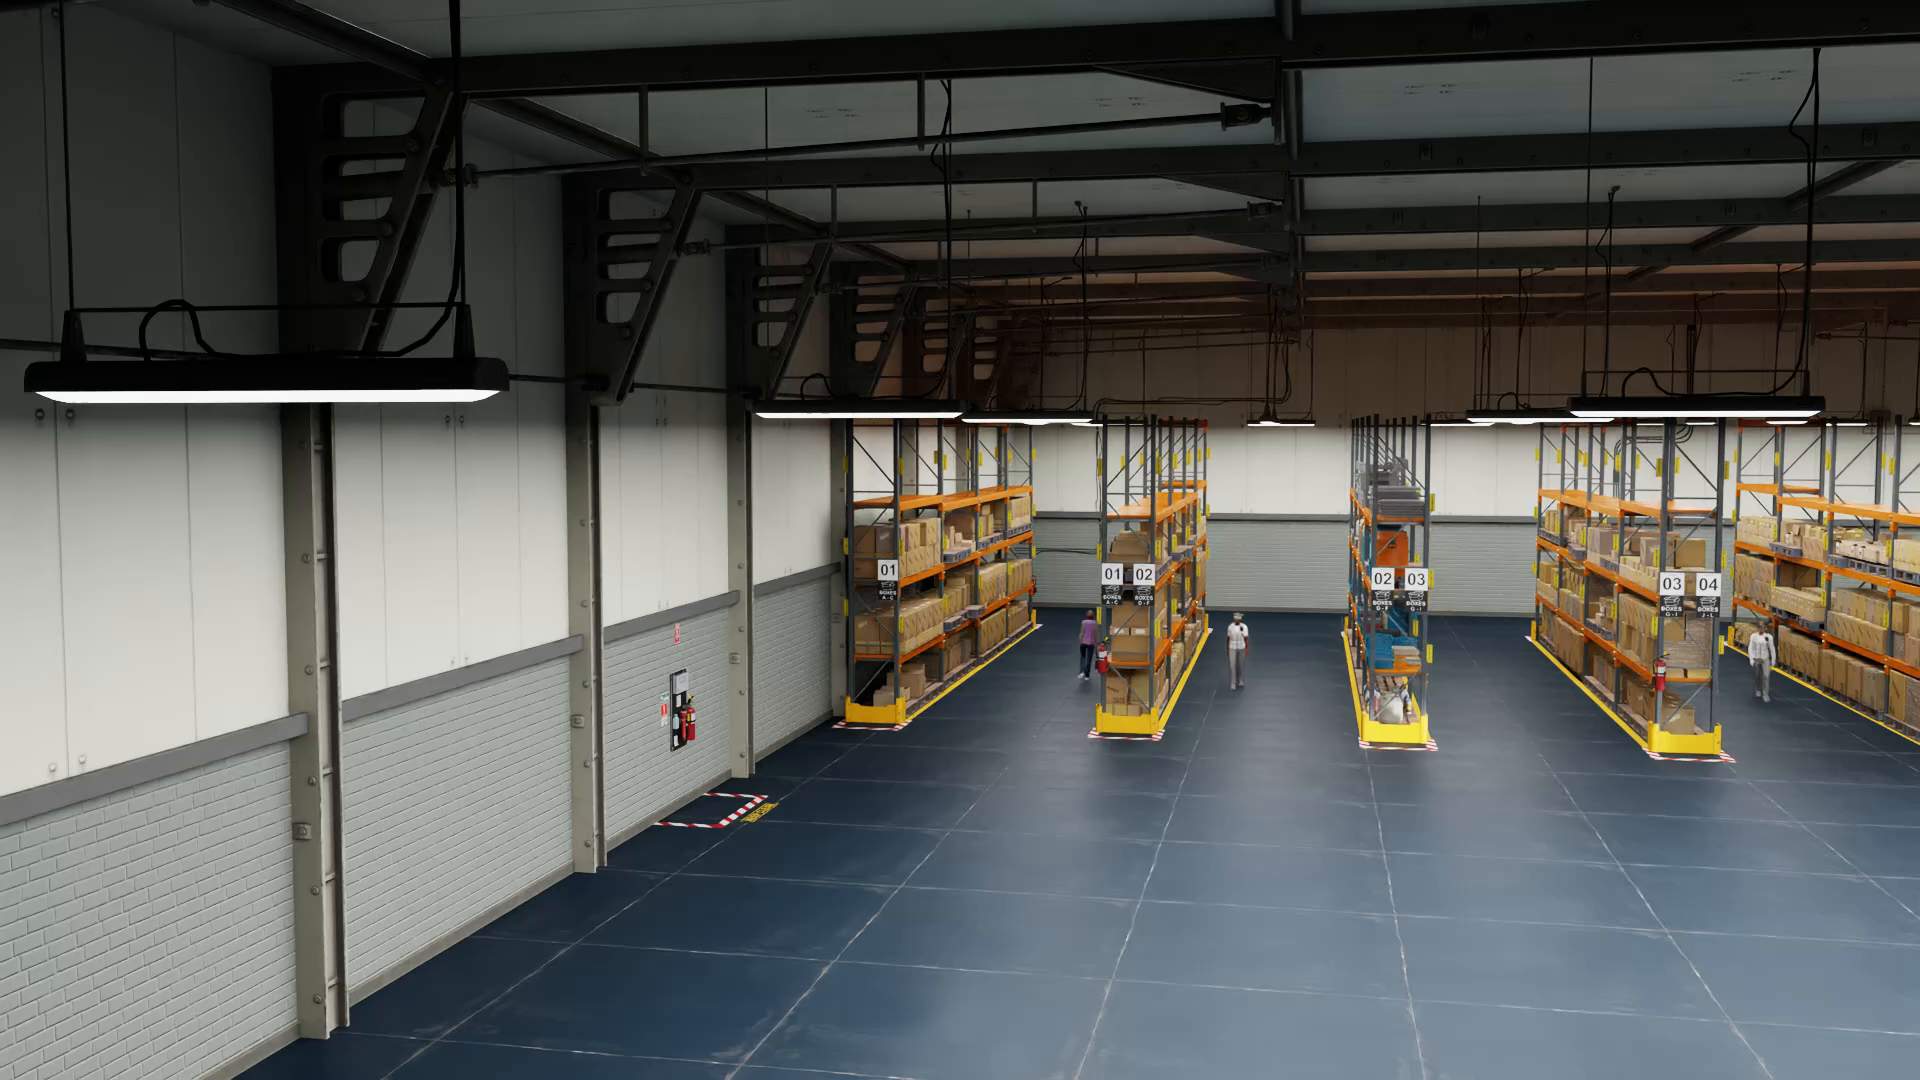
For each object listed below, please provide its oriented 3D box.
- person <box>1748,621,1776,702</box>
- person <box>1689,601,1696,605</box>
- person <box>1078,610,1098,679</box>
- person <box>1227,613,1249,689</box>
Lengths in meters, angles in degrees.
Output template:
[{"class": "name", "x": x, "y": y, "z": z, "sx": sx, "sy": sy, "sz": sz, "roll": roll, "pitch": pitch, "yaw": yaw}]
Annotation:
[{"class": "person", "x": 16.985, "y": 2.534, "z": 35.243, "sx": 0.523, "sy": 1.652, "sz": 0.867, "roll": 3, "pitch": 5, "yaw": 34}, {"class": "person", "x": 19.147, "y": 1.922, "z": 43.611, "sx": 0.552, "sy": 1.724, "sz": 1.034, "roll": 1, "pitch": 4, "yaw": 13}, {"class": "person", "x": 2.907, "y": 2.403, "z": 37.929, "sx": 0.454, "sy": 1.621, "sz": 0.469, "roll": 1, "pitch": 4, "yaw": 16}, {"class": "person", "x": 6.163, "y": 2.453, "z": 36.864, "sx": 0.493, "sy": 1.691, "sz": 0.621, "roll": 1, "pitch": 4, "yaw": 11}]
